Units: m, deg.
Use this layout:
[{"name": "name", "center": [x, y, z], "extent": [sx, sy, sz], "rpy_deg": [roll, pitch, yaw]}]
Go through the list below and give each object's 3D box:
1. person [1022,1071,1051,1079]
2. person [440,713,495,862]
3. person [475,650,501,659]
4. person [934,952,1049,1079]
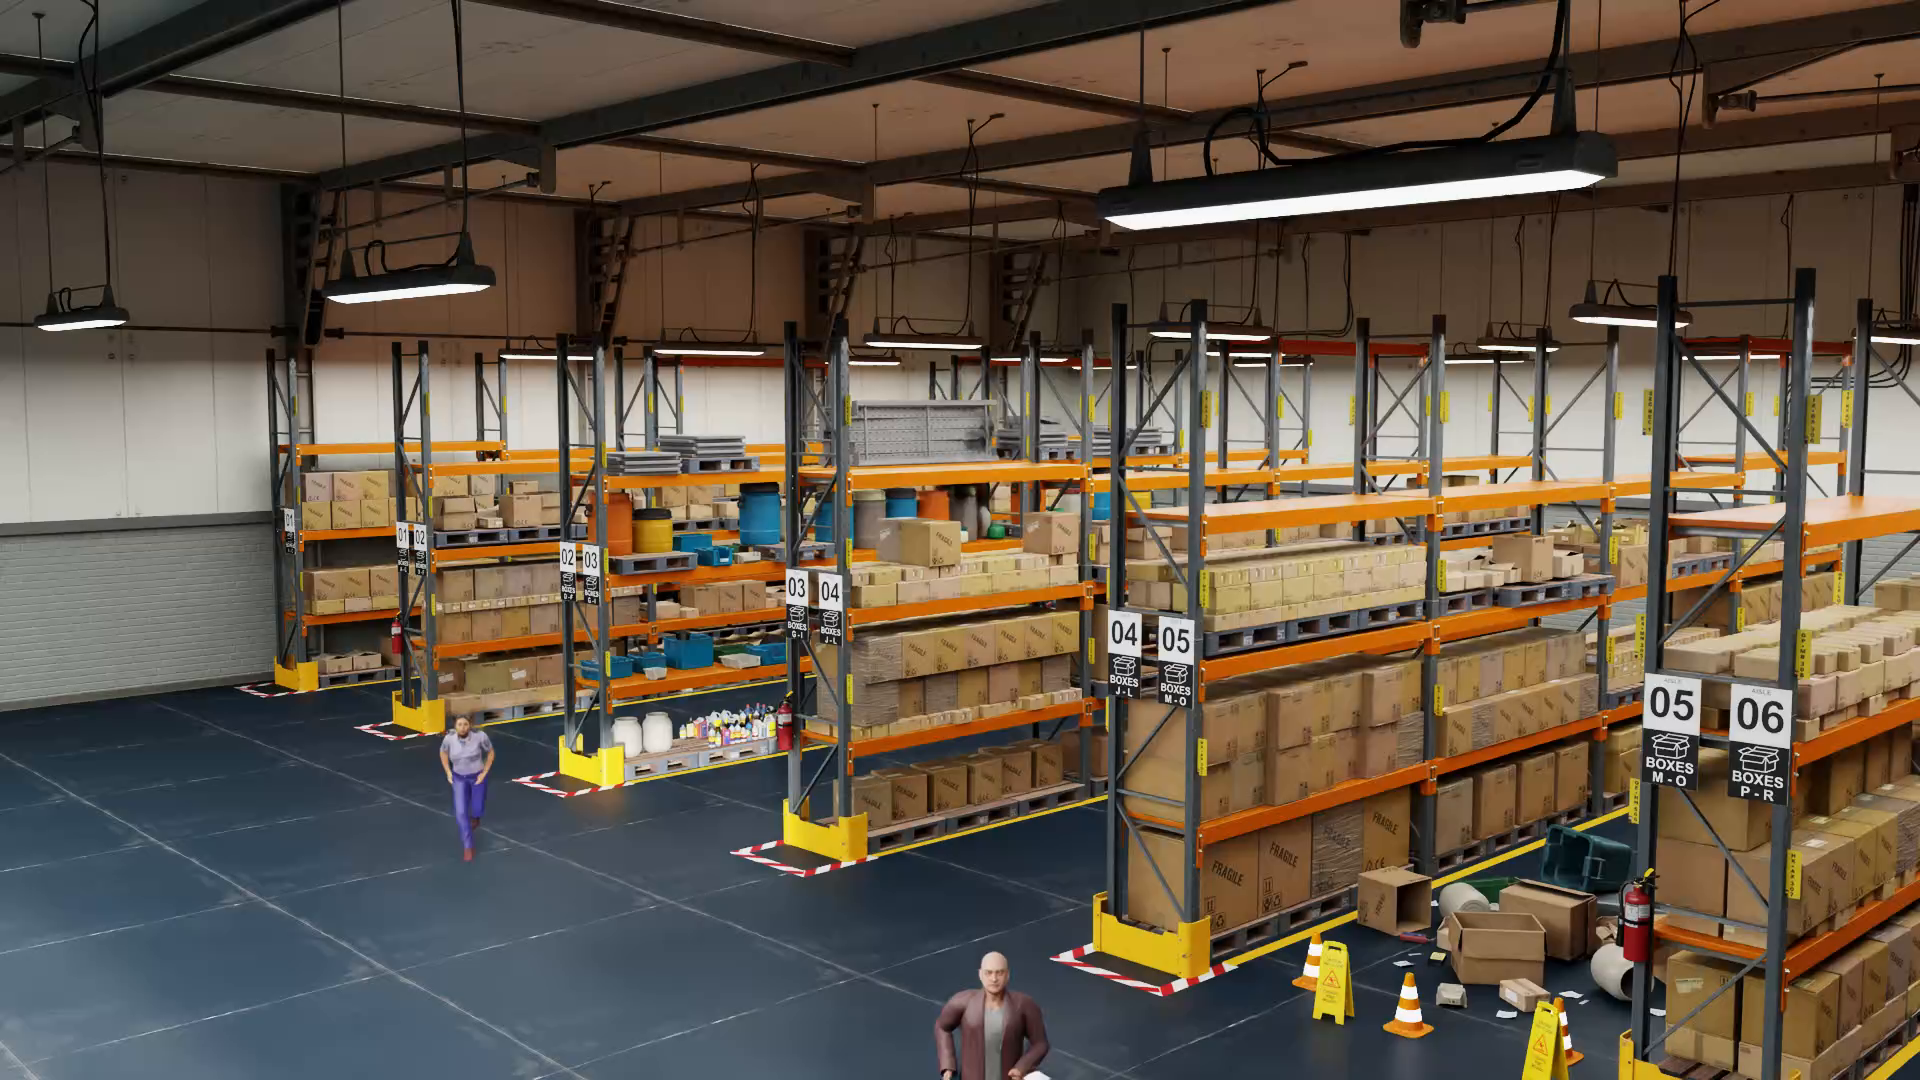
[{"name": "person", "center": [0.378, 3.527, 8.304], "extent": [0.649, 1.770, 1.005], "rpy_deg": [0, 5, -2]}, {"name": "person", "center": [-5.586, 2.762, 18.891], "extent": [0.605, 1.629, 0.973], "rpy_deg": [-1, 5, -14]}, {"name": "person", "center": [-8.092, 1.834, 28.649], "extent": [0.599, 1.668, 0.937], "rpy_deg": [4, 6, 37]}, {"name": "person", "center": [0.196, 3.411, 10.245], "extent": [0.715, 1.730, 0.633], "rpy_deg": [0, 5, -1]}]
